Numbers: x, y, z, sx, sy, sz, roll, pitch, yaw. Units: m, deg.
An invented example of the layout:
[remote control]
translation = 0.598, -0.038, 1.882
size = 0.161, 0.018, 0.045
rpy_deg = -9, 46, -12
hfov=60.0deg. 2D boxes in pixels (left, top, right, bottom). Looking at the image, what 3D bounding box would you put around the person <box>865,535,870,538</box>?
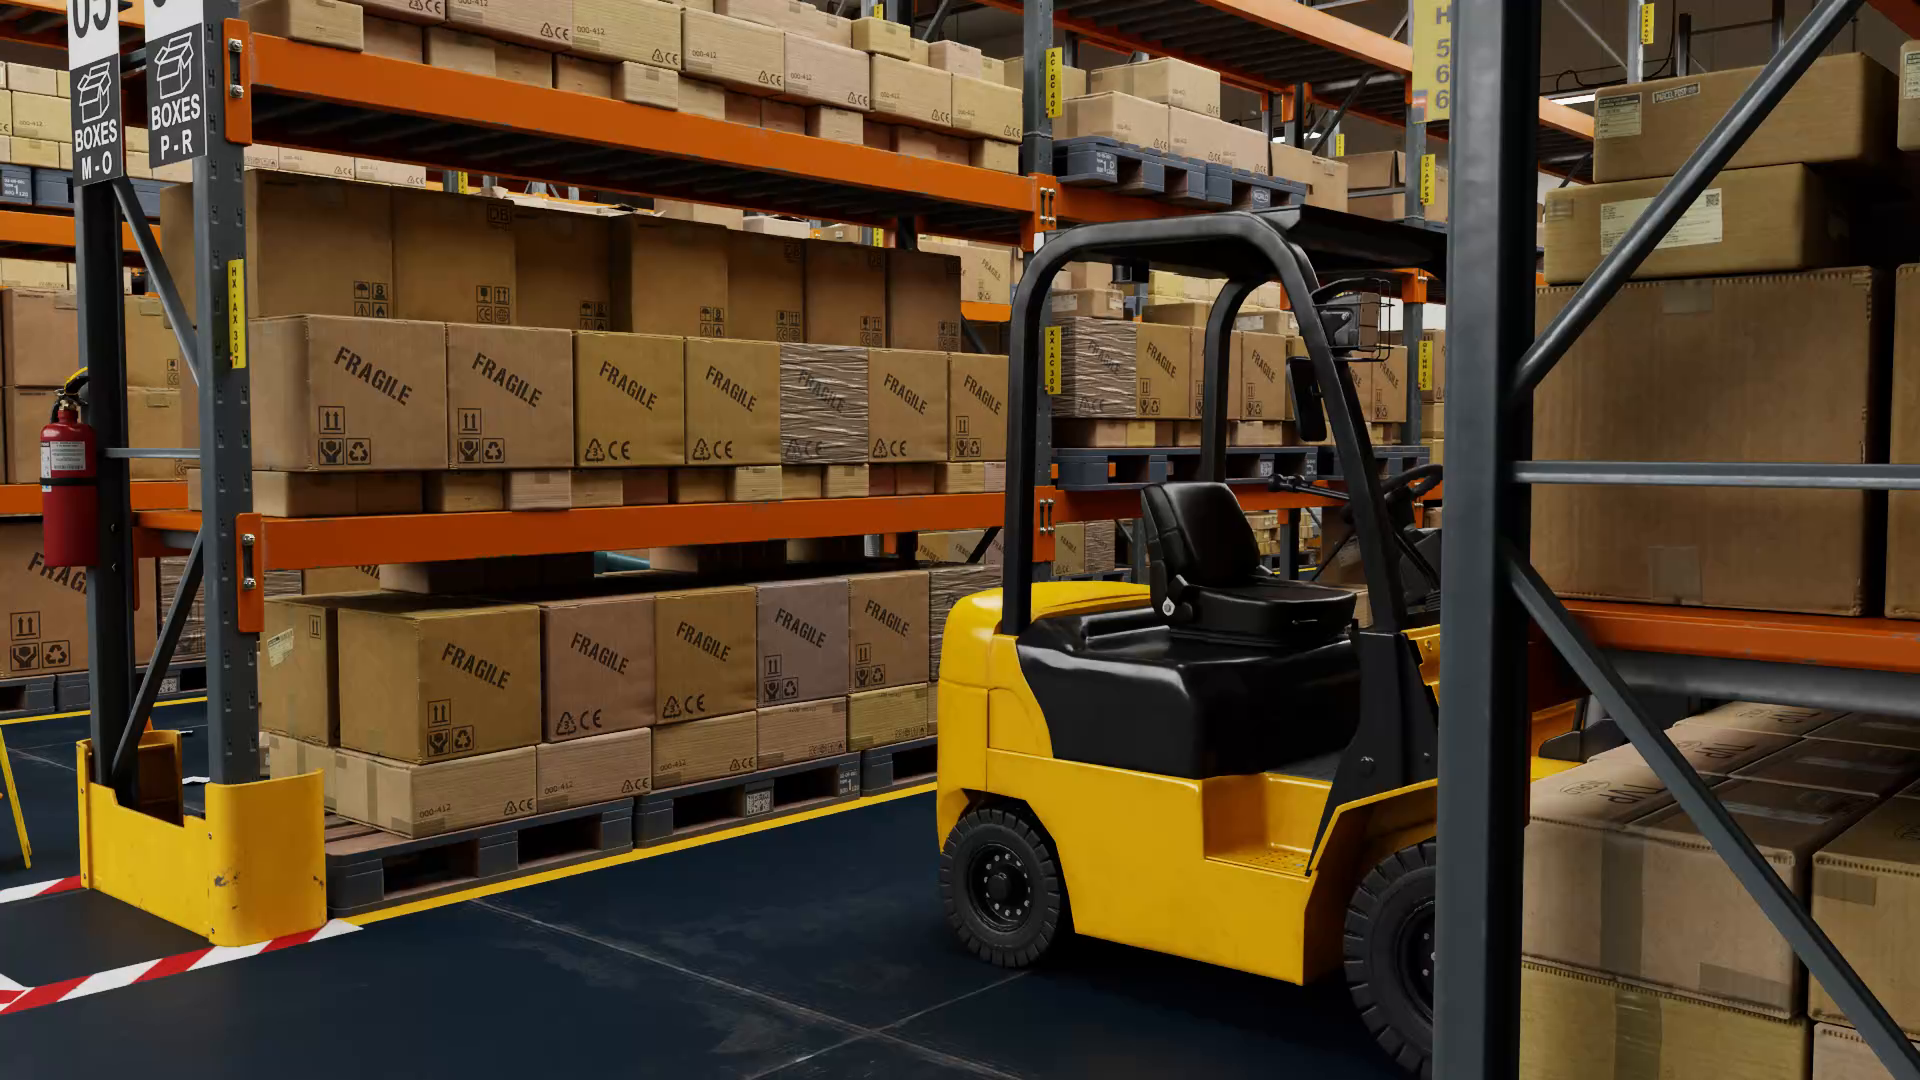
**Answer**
[person]
translation = -1.059, 0.231, 12.081
size = 0.517, 1.180, 0.944
rpy_deg = 3, 4, 38
